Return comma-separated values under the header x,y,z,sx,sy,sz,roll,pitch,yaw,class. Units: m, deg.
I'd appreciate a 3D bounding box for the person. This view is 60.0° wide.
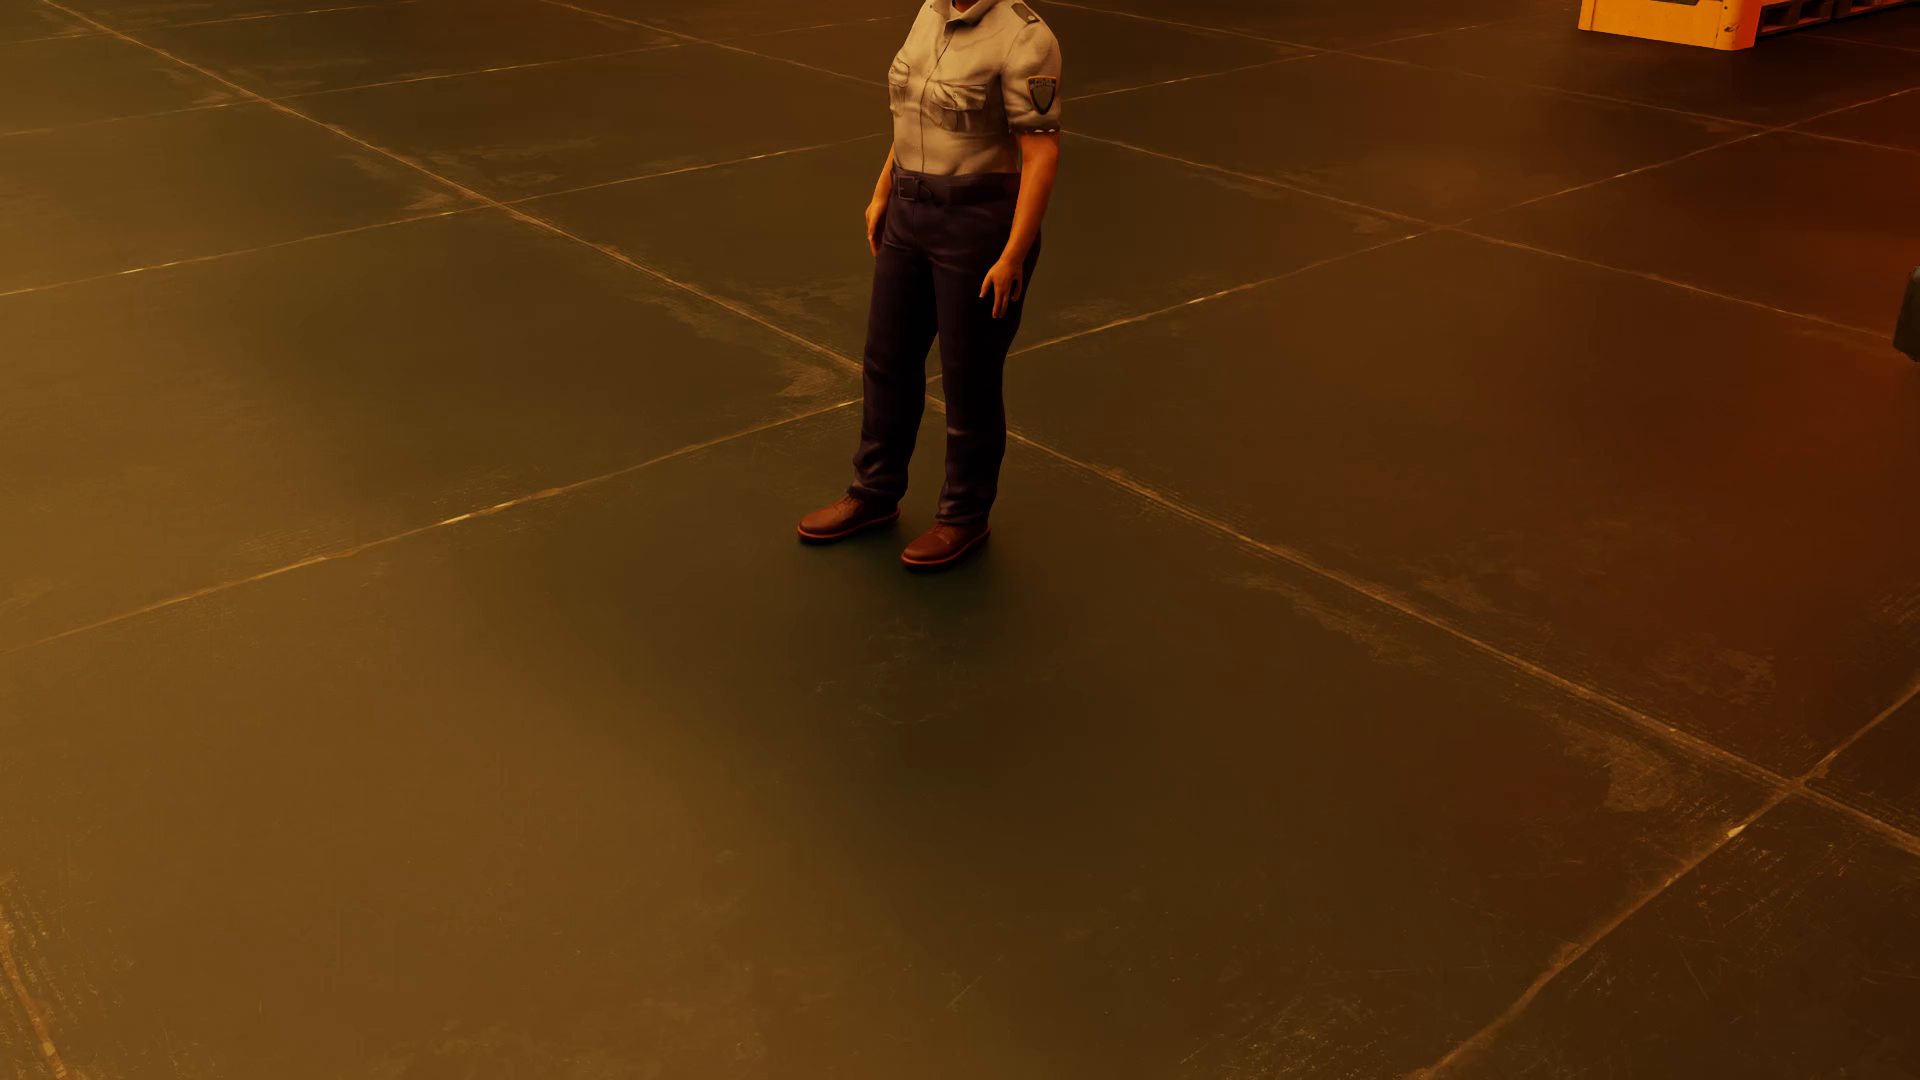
x,y,z,sx,sy,sz,roll,pitch,yaw,class
-0.084,-0.727,4.096,0.502,1.651,0.598,-20,33,-35,person

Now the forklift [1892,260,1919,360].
x,y,z,sx,sy,sz,roll,pitch,yaw,class
4.751,-1.857,4.947,3.031,2.935,1.130,-6,27,-12,forklift
